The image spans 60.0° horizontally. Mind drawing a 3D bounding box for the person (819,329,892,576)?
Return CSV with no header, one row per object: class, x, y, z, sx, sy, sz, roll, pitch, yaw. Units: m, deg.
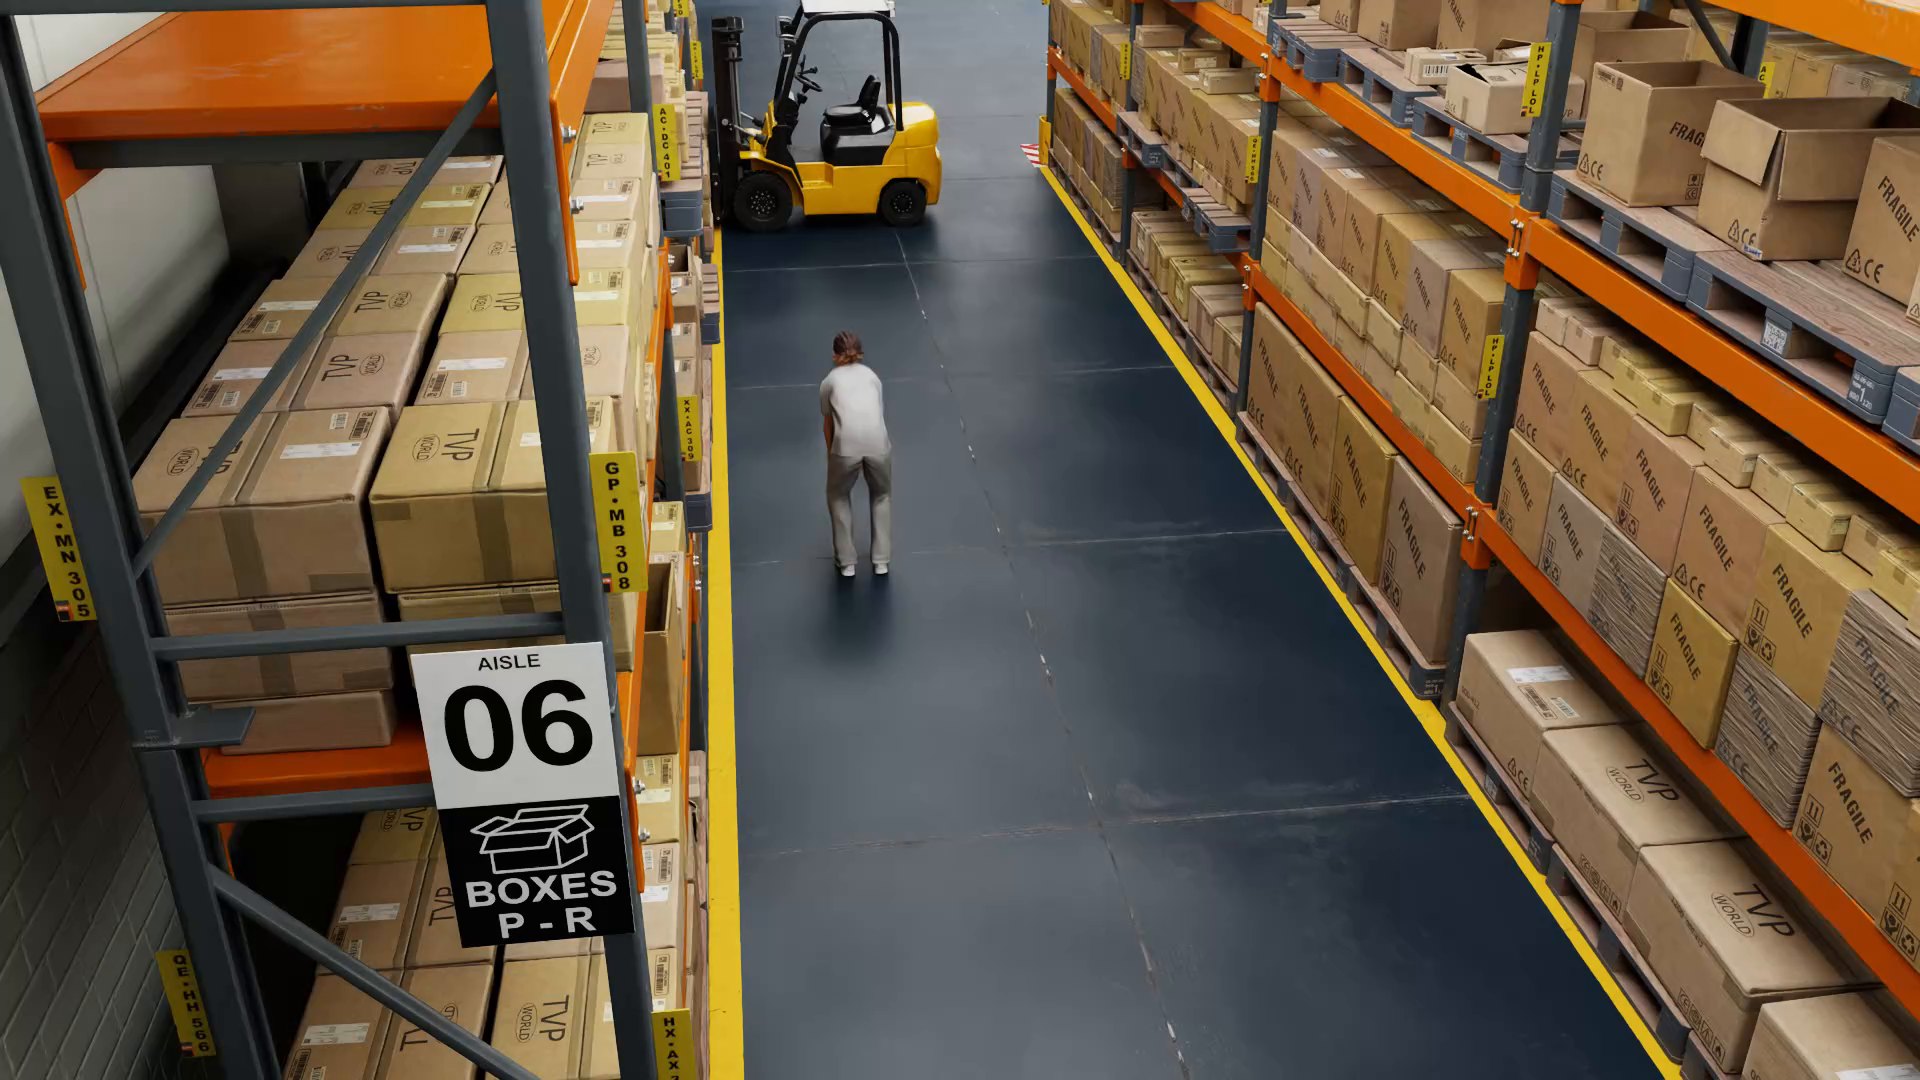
person,-0.651,-0.544,10.405,0.415,1.446,0.723,-5,28,-9
